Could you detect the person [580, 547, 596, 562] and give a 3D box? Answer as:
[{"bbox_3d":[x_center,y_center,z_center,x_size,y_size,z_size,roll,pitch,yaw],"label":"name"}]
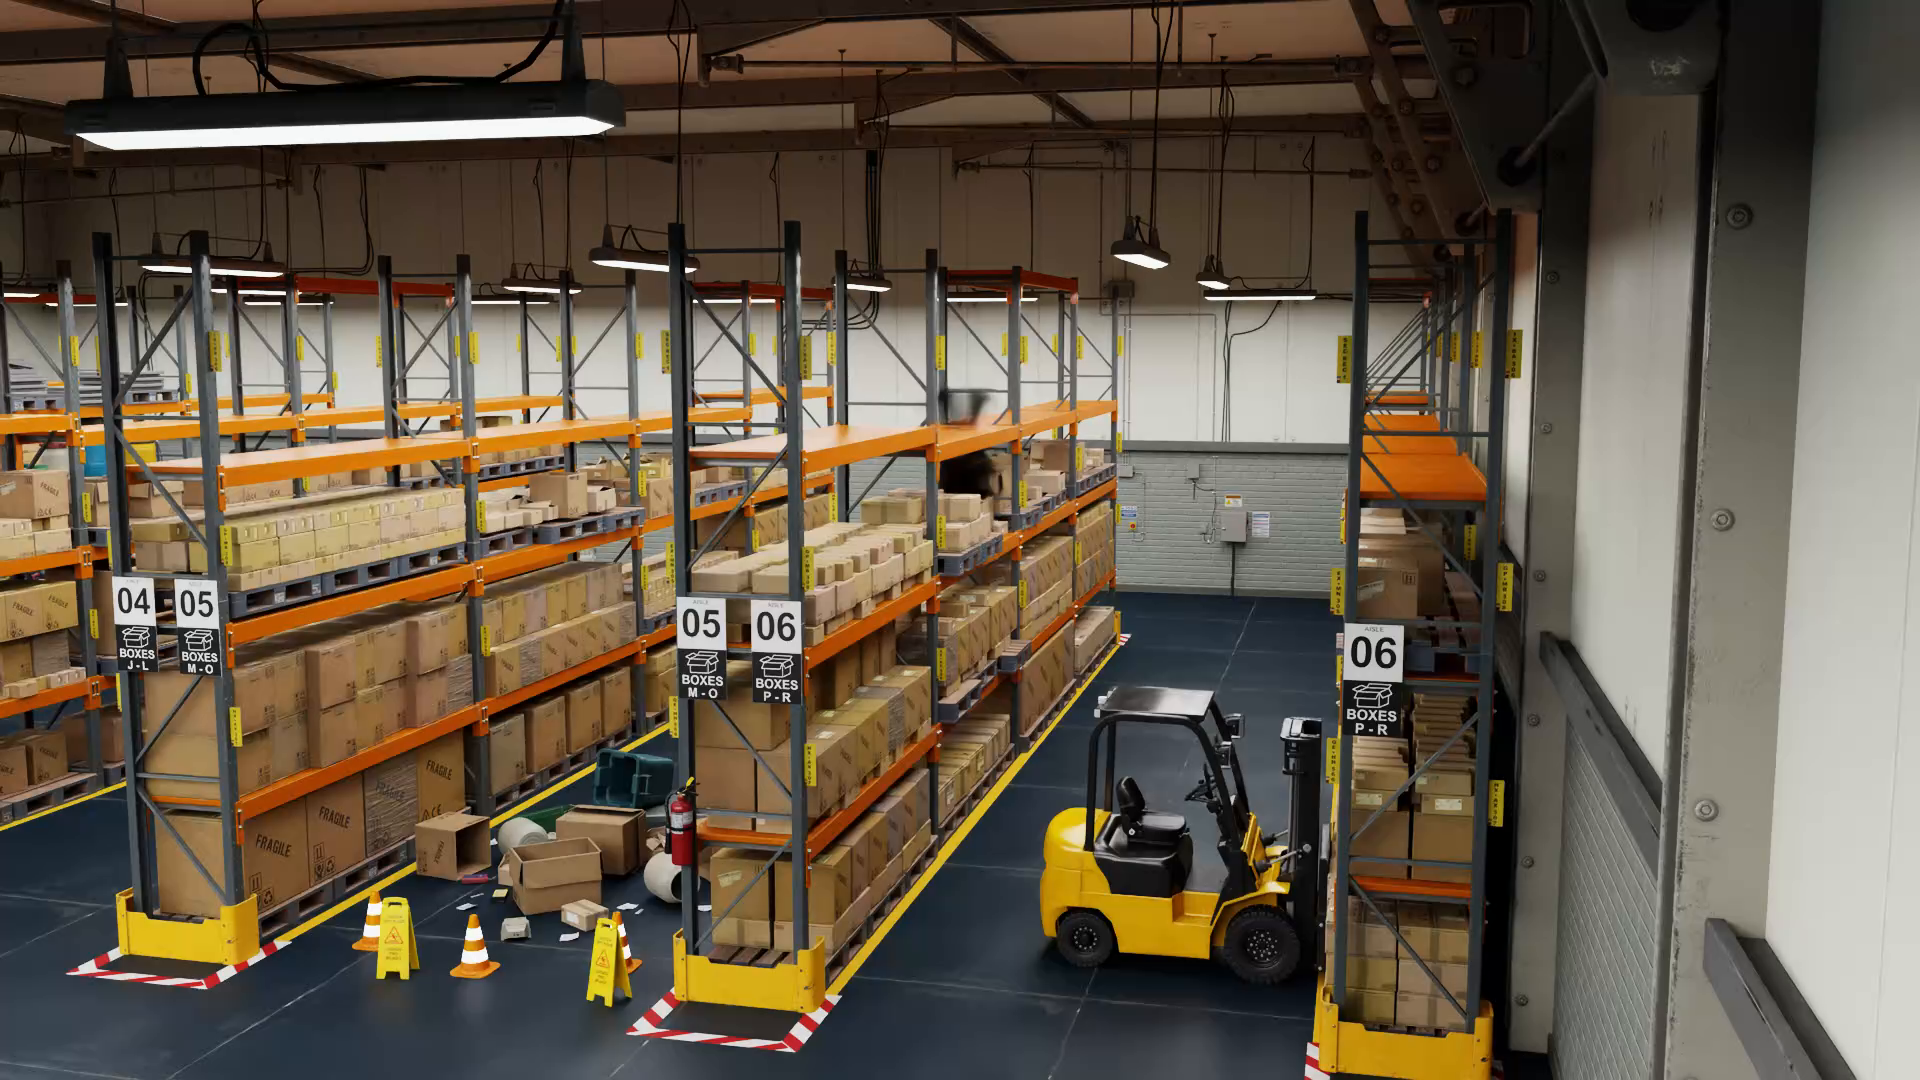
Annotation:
[{"bbox_3d":[-7.143,0.470,31.742,0.638,1.655,0.580,6,9,39],"label":"person"}]
